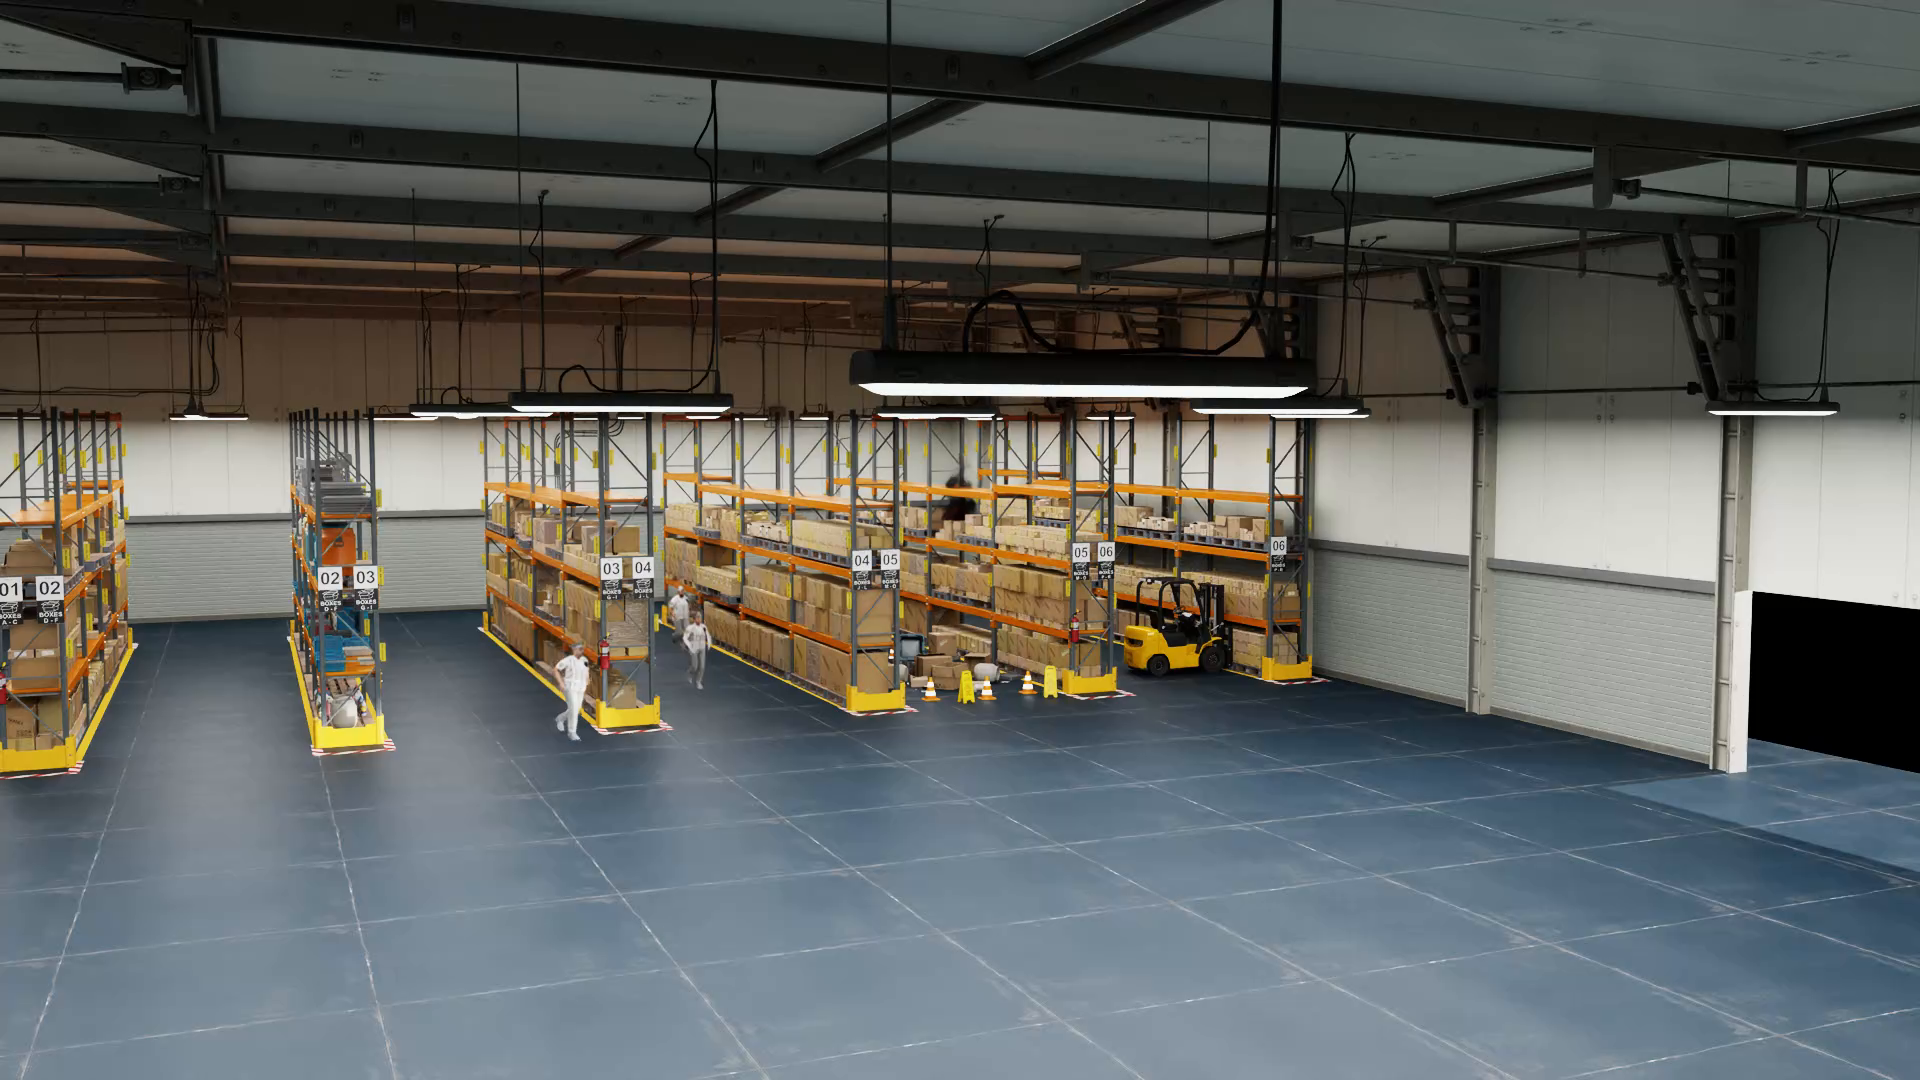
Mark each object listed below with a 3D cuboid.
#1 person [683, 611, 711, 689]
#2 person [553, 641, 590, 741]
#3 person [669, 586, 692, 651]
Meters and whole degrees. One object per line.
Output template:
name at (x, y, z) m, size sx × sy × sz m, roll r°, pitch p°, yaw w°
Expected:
person at (-5.704, 2.372, 36.102) m, size 0.642 × 1.675 × 0.559 m, roll -3°, pitch 5°, yaw -32°
person at (-7.062, 2.739, 30.453) m, size 0.830 × 1.769 × 0.703 m, roll 3°, pitch 5°, yaw 38°
person at (-7.056, 1.978, 42.040) m, size 0.609 × 1.628 × 0.584 m, roll -2°, pitch 5°, yaw -31°
